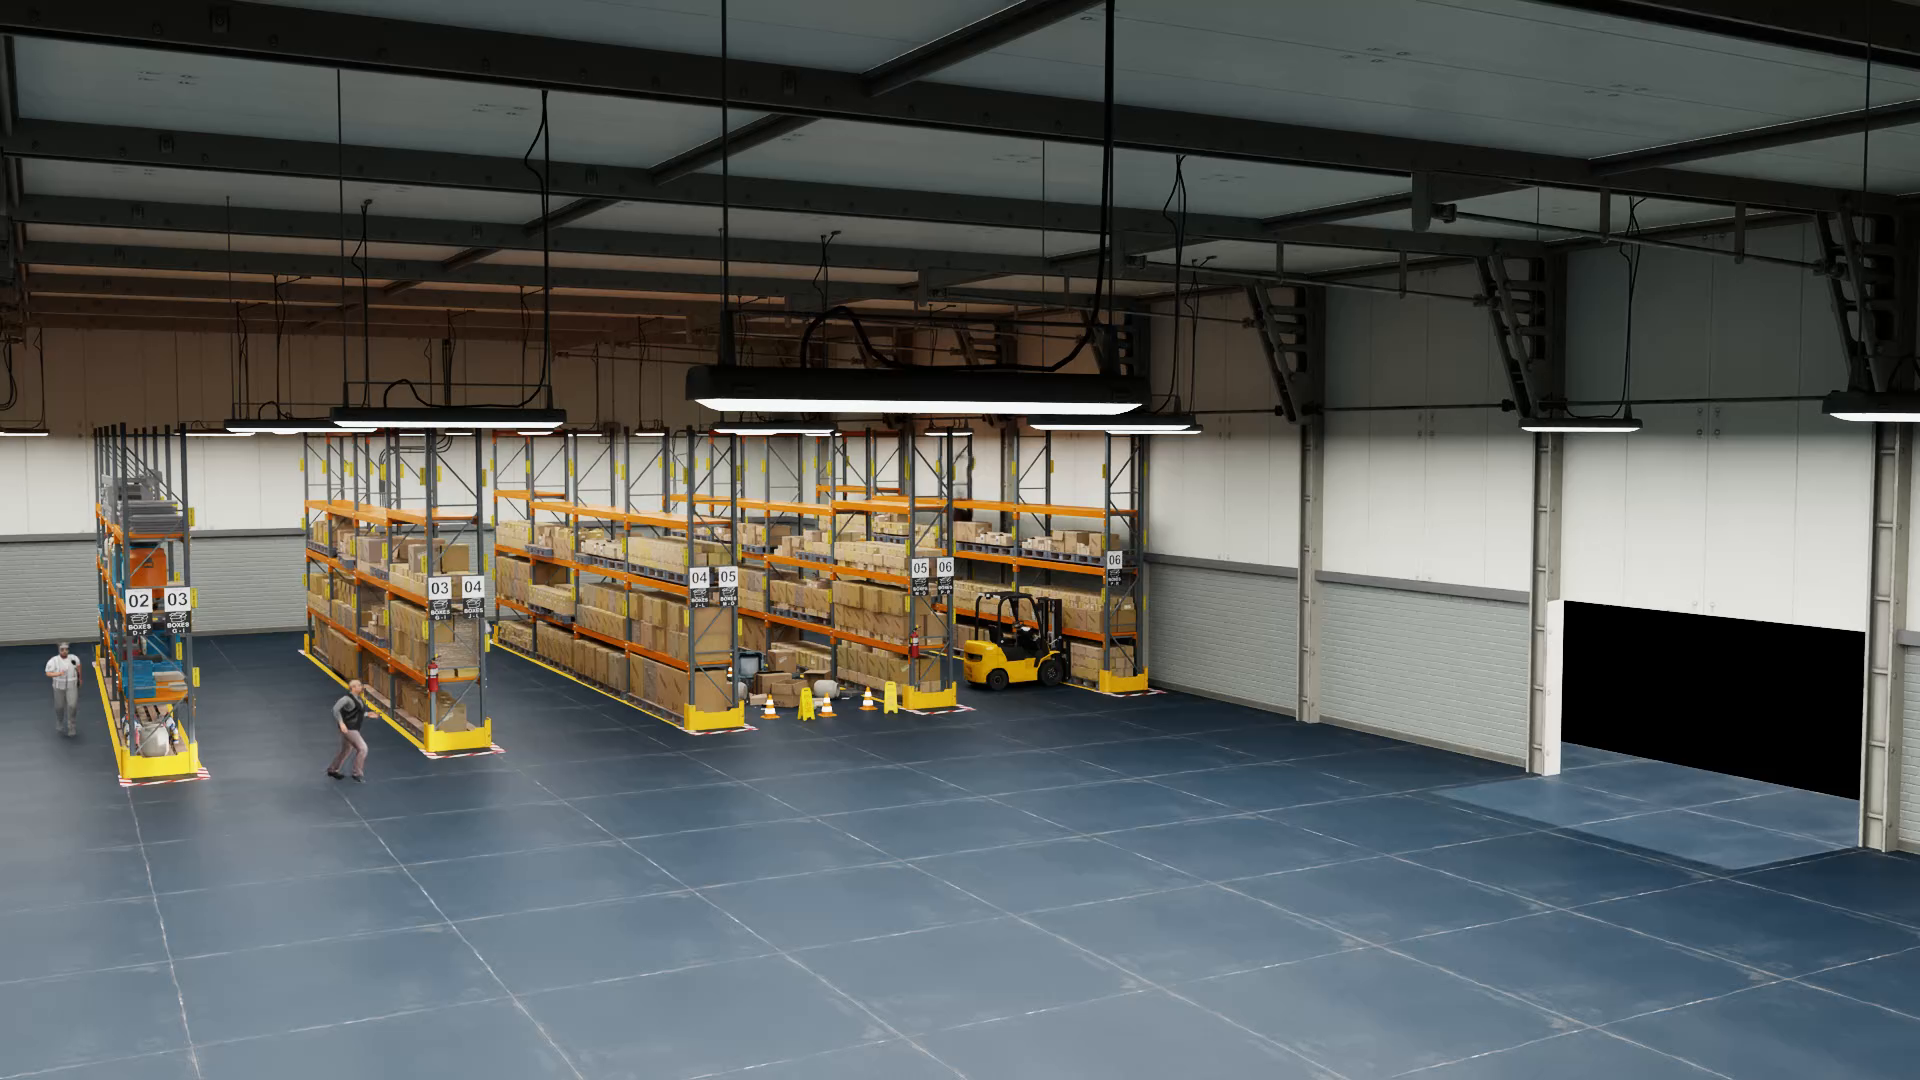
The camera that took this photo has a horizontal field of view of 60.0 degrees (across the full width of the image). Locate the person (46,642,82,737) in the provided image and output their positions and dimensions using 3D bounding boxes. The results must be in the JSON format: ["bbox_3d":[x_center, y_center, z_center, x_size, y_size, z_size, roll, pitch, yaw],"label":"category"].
[{"bbox_3d":[-17.376,2.868,32.264,0.641,1.816,0.915,-2,4,-34],"label":"person"}]

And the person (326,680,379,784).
[{"bbox_3d":[-10.146,3.211,27.712,0.874,1.772,0.596,0,3,-5],"label":"person"}]

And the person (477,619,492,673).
[{"bbox_3d":[-11.570,2.453,39.906,0.581,1.737,0.835,-3,5,-44],"label":"person"}]
